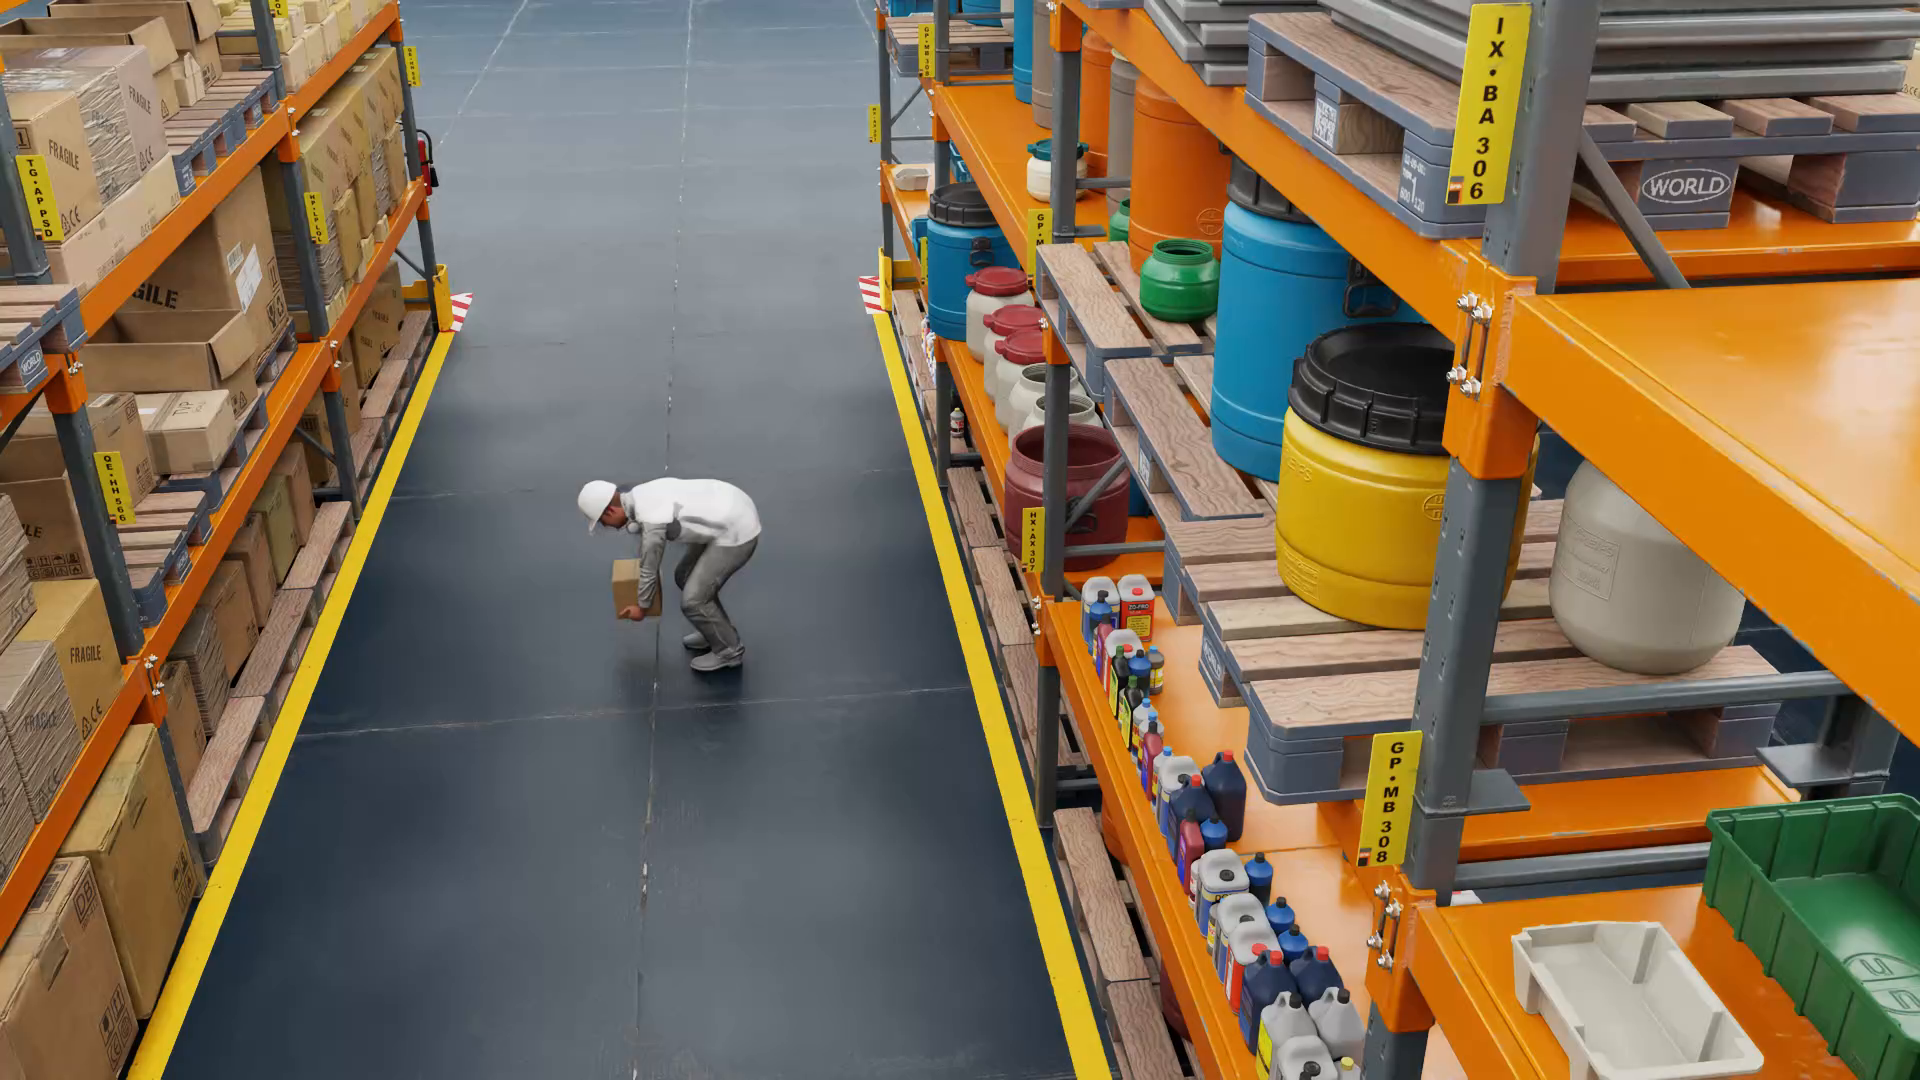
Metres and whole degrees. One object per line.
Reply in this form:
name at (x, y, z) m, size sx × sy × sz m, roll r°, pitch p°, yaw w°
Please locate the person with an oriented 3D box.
person at (-1.612, 0.170, 9.419) m, size 0.988 × 1.158 × 0.485 m, roll -5°, pitch 27°, yaw -9°
